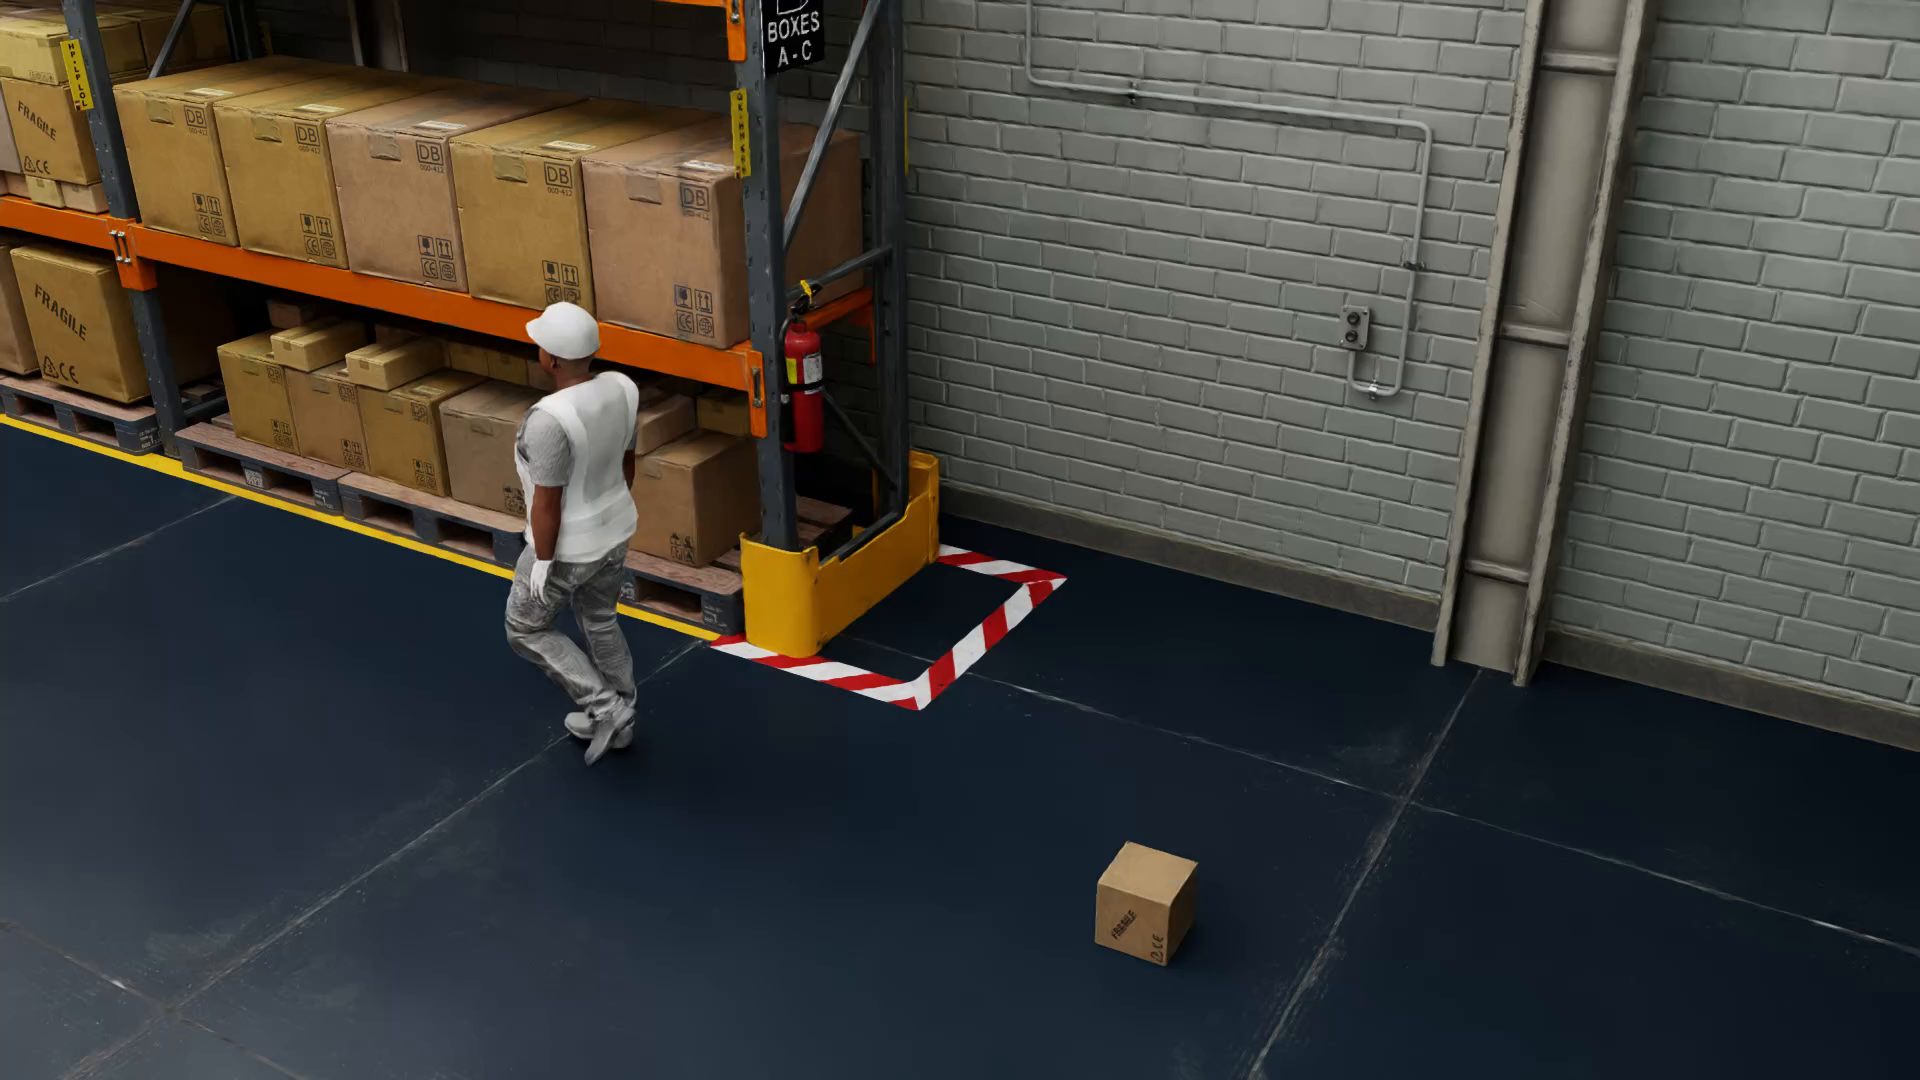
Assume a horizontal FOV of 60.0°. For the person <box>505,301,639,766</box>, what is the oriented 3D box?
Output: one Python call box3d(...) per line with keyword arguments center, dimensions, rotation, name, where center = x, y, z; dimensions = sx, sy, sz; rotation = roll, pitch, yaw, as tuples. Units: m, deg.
box3d(center=(-1.388, -0.011, 6.038), dimensions=(0.480, 1.776, 0.586), rotation=(13, 29, 24), name="person")
